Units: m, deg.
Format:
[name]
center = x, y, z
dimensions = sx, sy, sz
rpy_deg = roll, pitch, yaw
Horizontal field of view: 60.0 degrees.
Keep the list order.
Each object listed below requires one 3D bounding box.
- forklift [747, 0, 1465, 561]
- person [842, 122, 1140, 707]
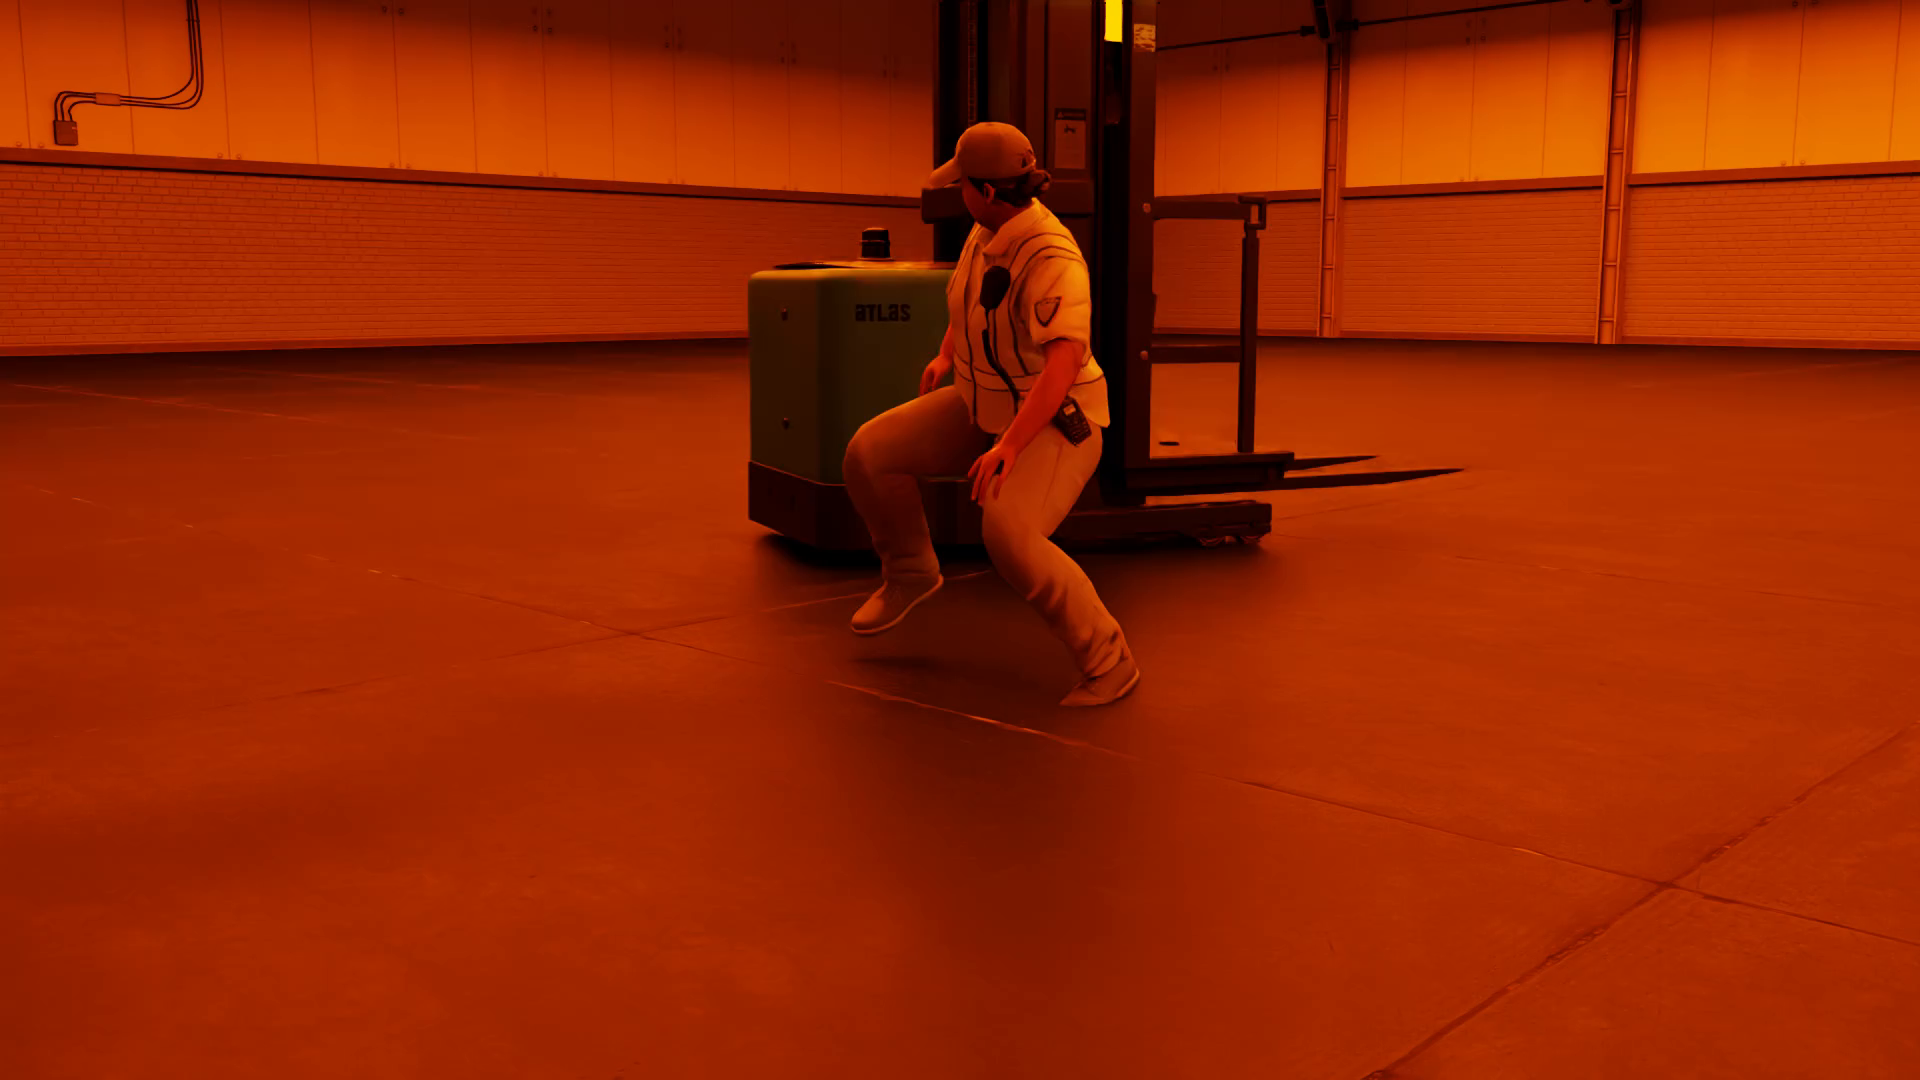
[forklift]
center = 0.696, -1.495, 6.802
dimensions = 3.031, 2.935, 1.130
rpy_deg = -4, 9, -23
[person]
center = 0.106, -0.320, 4.277
dimensions = 0.663, 1.454, 0.825
rpy_deg = -6, 11, -37
